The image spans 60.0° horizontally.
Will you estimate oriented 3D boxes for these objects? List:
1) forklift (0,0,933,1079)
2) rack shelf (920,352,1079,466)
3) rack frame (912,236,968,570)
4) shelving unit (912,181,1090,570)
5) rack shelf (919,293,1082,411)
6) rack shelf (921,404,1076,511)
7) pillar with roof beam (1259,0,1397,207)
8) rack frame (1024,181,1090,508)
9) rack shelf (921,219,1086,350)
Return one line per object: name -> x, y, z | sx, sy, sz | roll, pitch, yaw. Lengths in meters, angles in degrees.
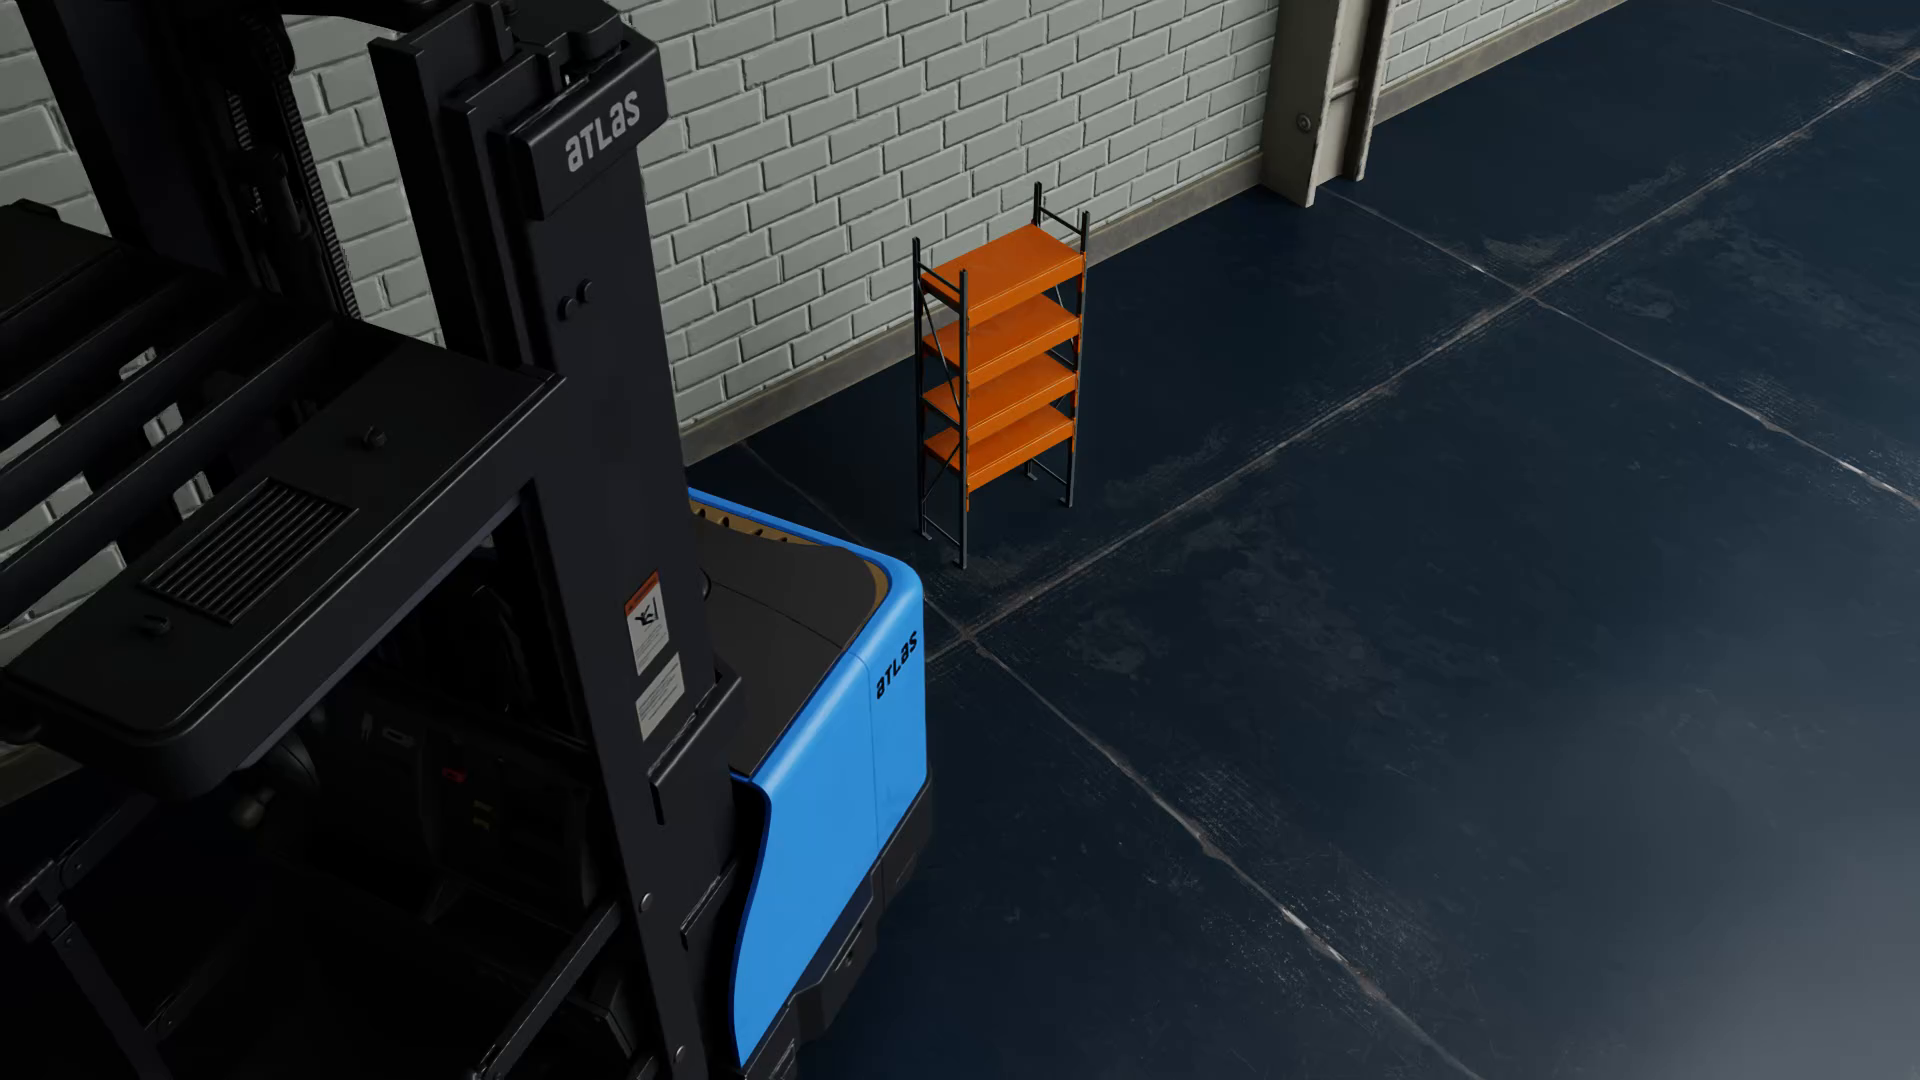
forklift -> -1.179, 0.541, 3.033 | 1.130, 2.935, 3.031 | 19, 46, 19
rack shelf -> 0.127, -0.461, 5.463 | 0.480, 0.148, 0.258 | -30, 51, -28
rack frame -> -0.060, -0.403, 5.303 | 0.015, 1.200, 0.240 | -30, 51, -28
shelving unit -> 0.127, -0.510, 5.417 | 0.503, 1.200, 0.258 | -30, 51, -28
rack shelf -> 0.127, -0.624, 5.310 | 0.480, 0.148, 0.258 | -30, 51, -28
rack shelf -> 0.127, -0.316, 5.599 | 0.480, 0.148, 0.258 | -30, 51, -28
pillar with roof beam -> 4.332, -2.646, 1.994 | 0.400, 9.000, 9.100 | -30, 51, -28
rack frame -> 0.314, -0.617, 5.531 | 0.015, 1.200, 0.240 | -30, 51, -28
rack shelf -> 0.127, -0.796, 5.148 | 0.480, 0.148, 0.258 | -30, 51, -28
